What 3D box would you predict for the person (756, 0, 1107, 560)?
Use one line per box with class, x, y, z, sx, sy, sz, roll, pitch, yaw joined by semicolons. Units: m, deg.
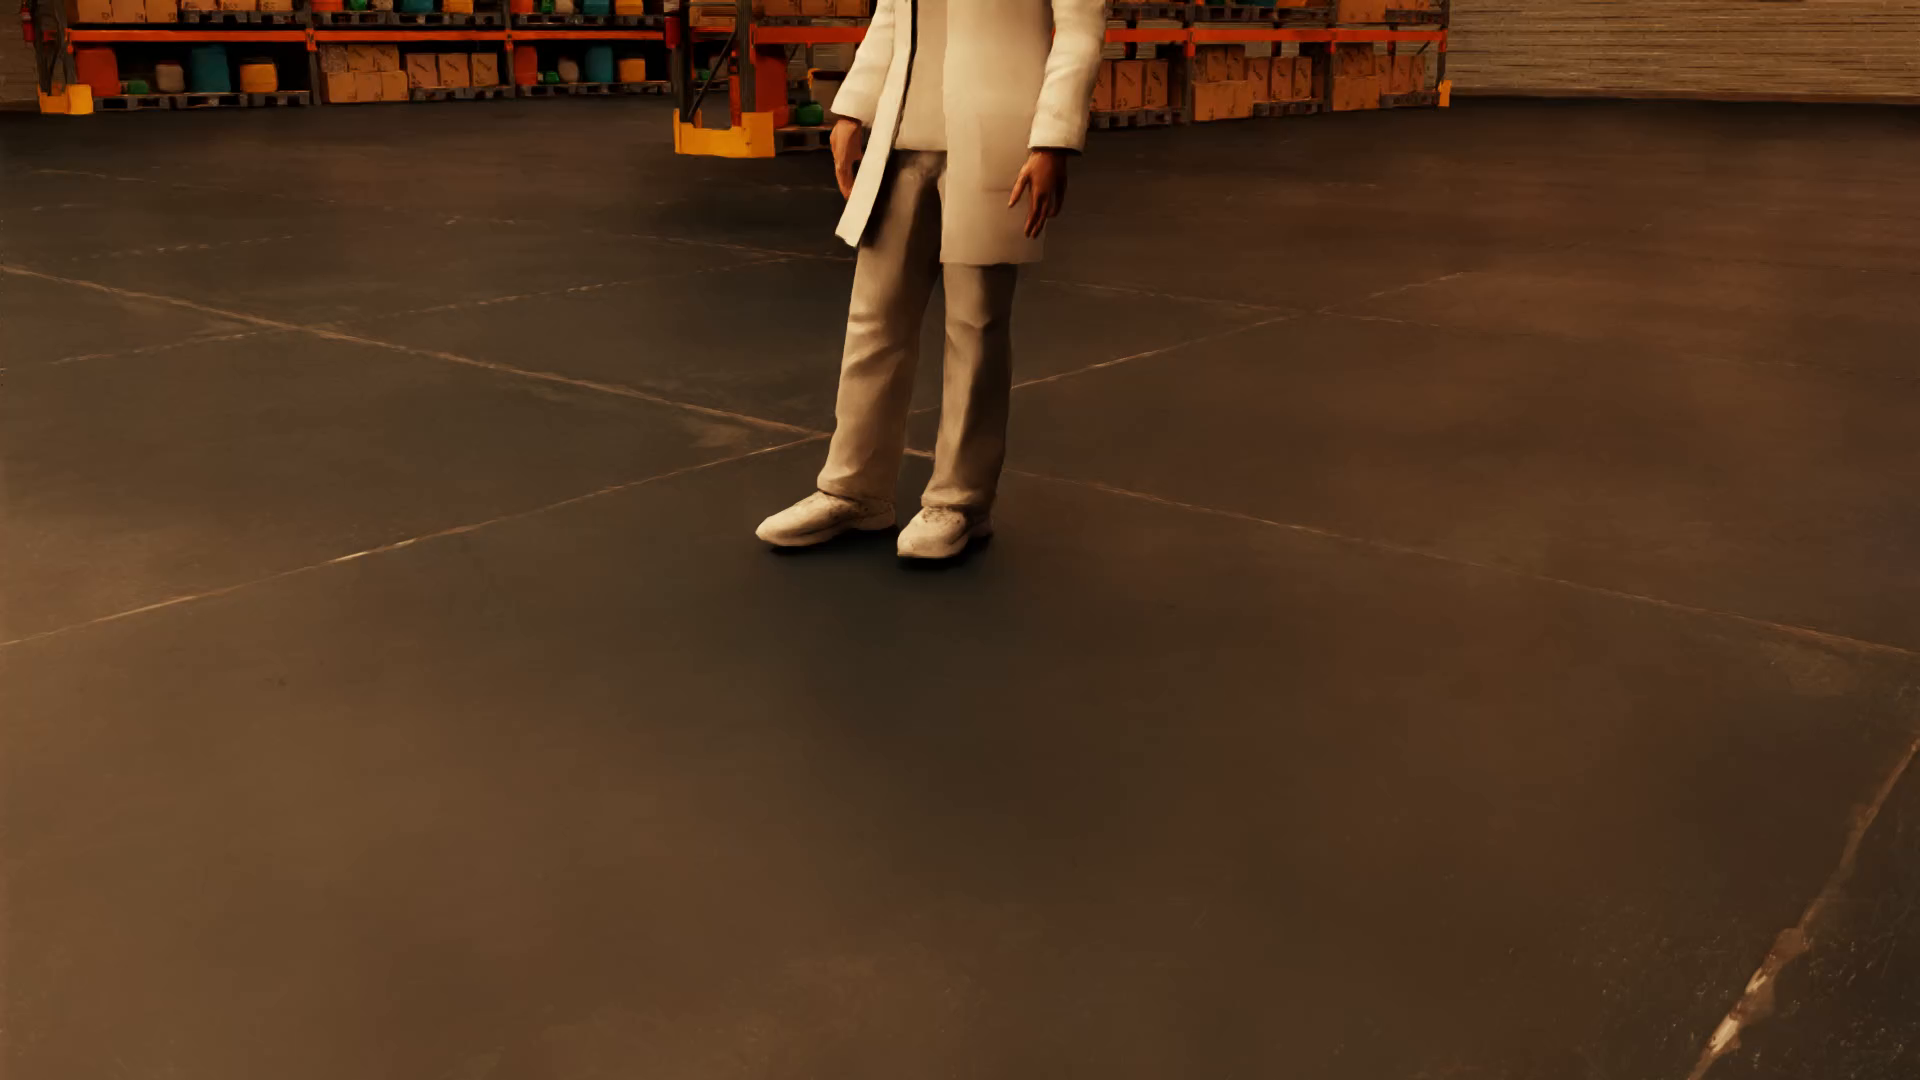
person;-0.062;-0.838;3.617;0.694;1.776;0.579;13;21;37
